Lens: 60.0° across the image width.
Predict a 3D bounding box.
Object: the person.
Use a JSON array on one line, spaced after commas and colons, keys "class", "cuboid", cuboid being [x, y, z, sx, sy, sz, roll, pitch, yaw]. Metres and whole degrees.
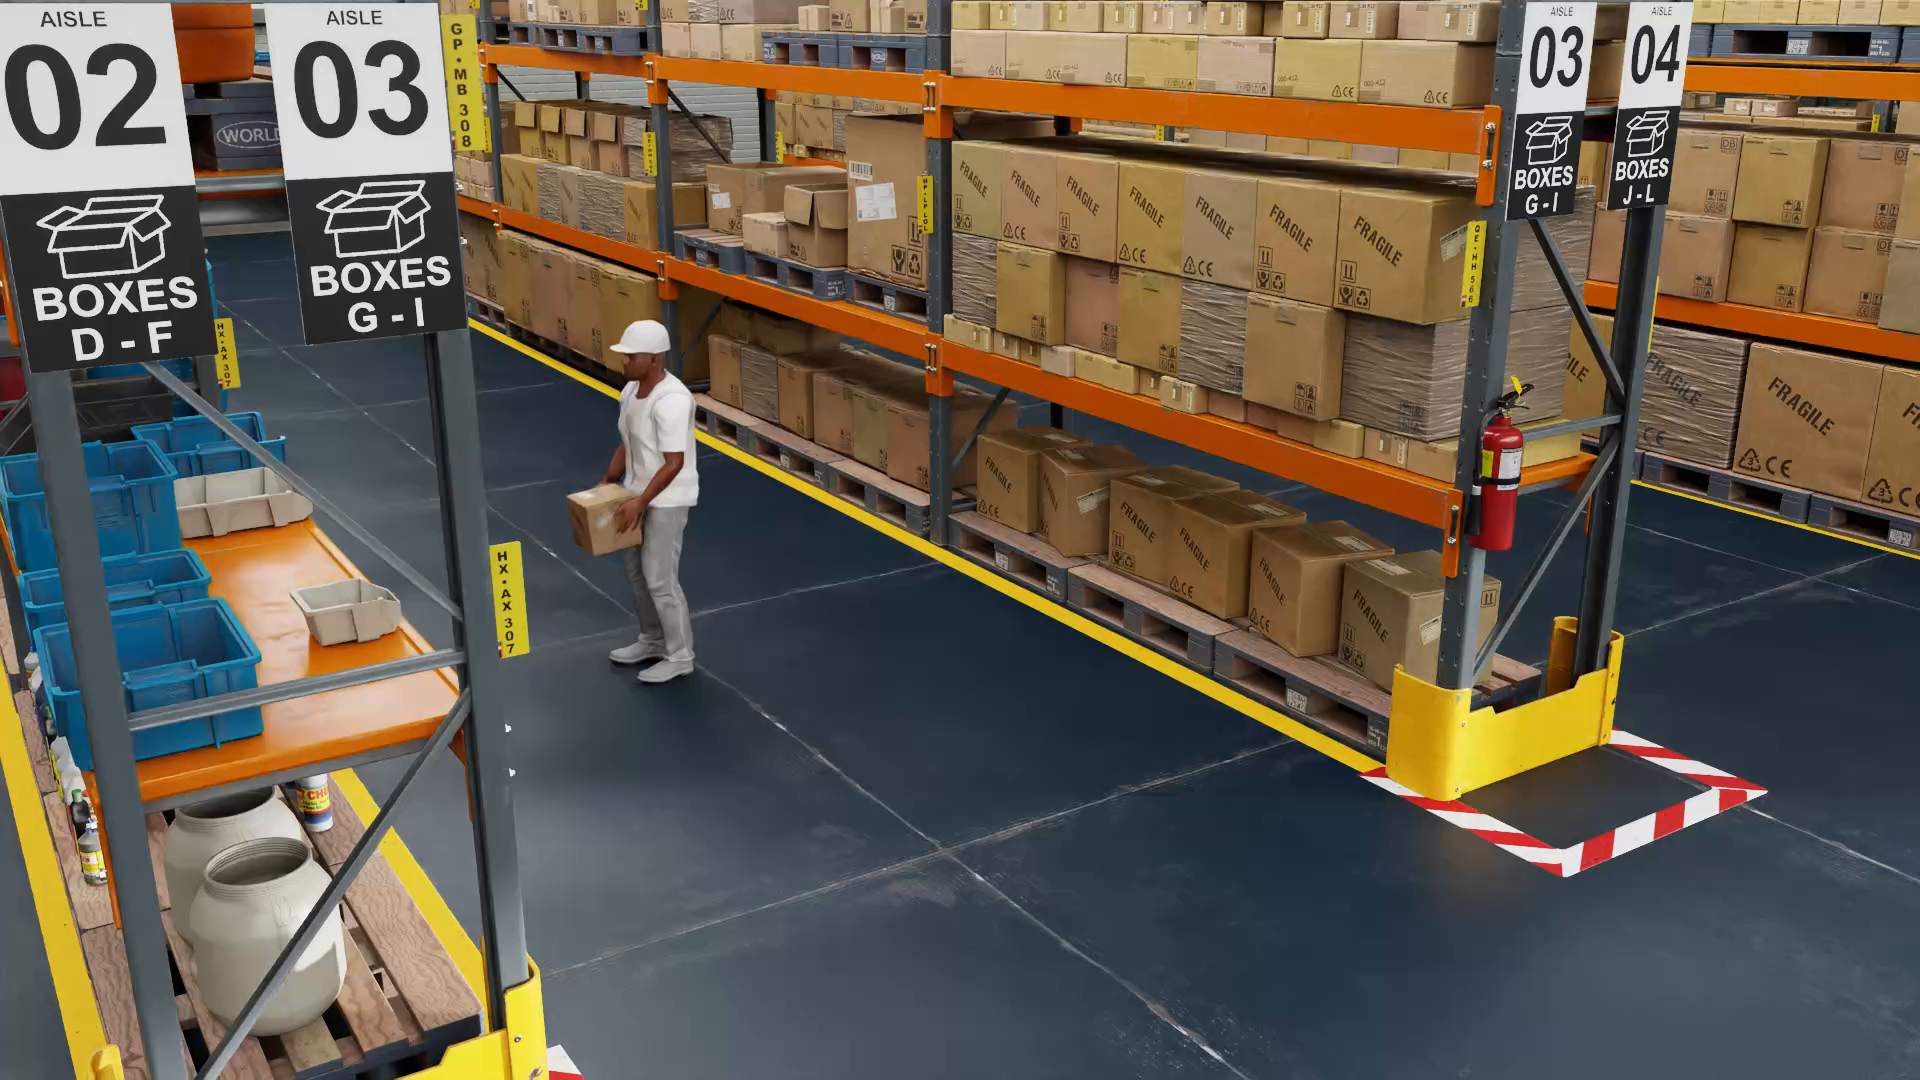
[{"class": "person", "cuboid": [-1.524, -0.187, 8.093, 0.482, 1.767, 0.569, -12, 21, -32]}]
